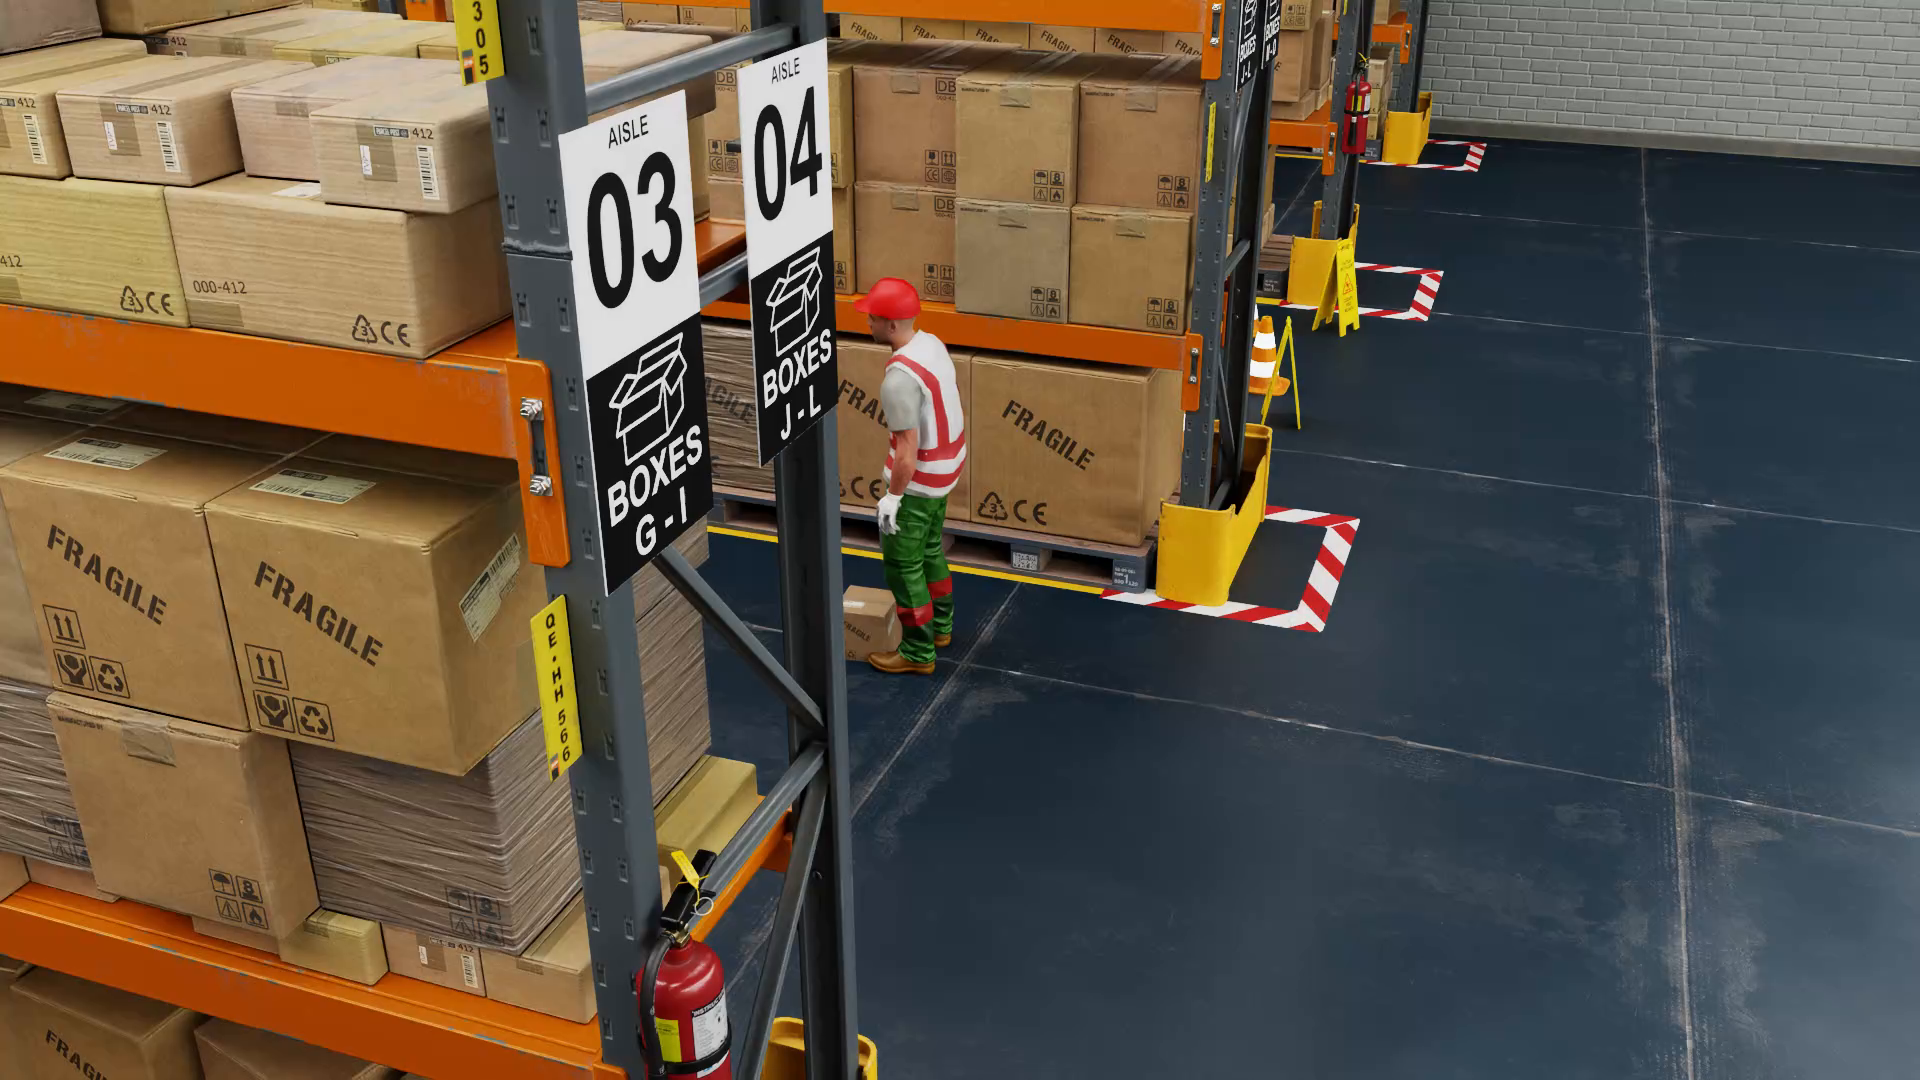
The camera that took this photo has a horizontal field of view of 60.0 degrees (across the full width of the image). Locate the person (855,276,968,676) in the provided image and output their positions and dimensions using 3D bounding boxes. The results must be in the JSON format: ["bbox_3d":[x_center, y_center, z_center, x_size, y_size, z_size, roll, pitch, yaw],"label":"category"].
[{"bbox_3d":[-0.204,-0.274,7.168,0.453,1.778,0.604,9,27,17],"label":"person"}]
